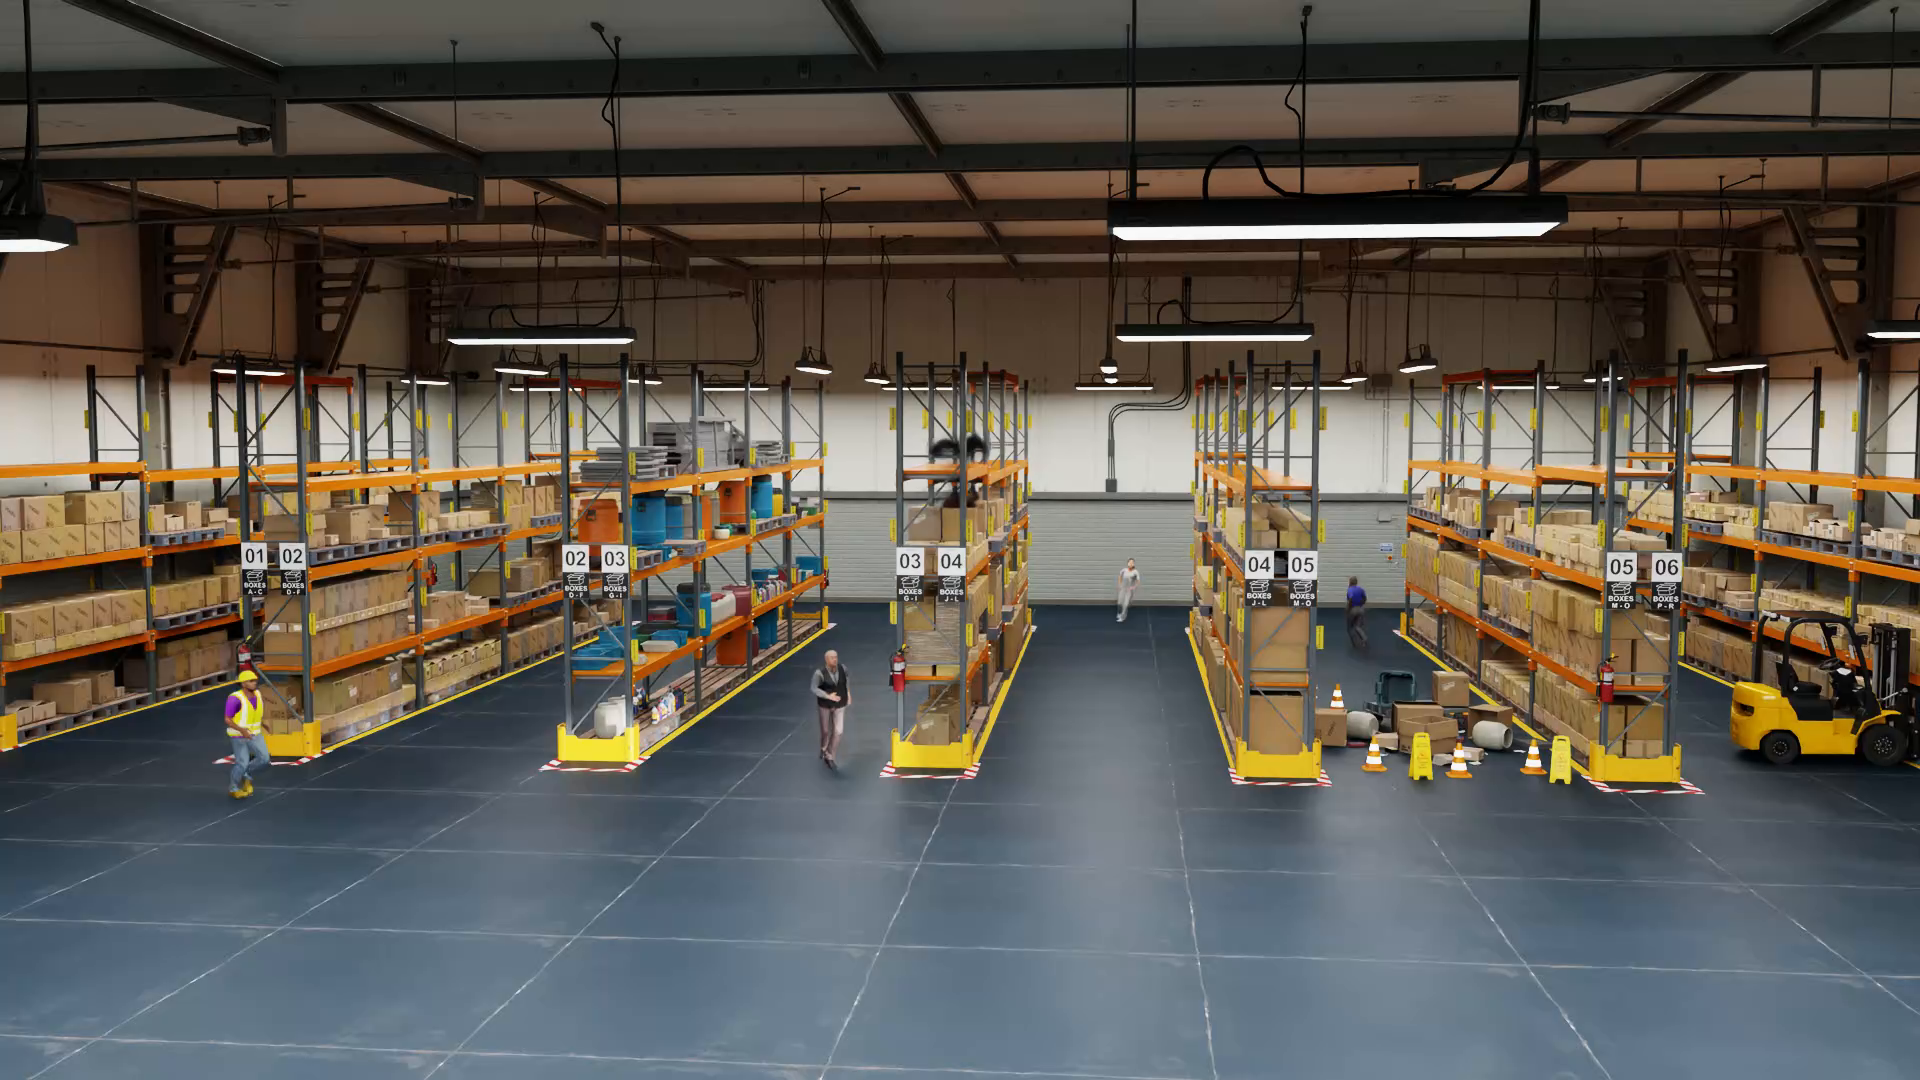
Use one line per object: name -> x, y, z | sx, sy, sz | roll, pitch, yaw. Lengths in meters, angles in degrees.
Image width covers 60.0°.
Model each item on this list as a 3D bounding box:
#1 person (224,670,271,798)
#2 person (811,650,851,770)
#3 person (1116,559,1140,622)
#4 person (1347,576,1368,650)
person -> -9.464, 2.573, 22.079 | 0.665, 1.707, 0.653 | 2, 5, 29
person -> -1.896, 2.441, 24.253 | 0.627, 1.728, 0.789 | -1, 4, -14
person -> 4.179, 1.255, 41.398 | 0.626, 1.604, 0.525 | 1, 4, 17
person -> 8.730, 1.621, 36.379 | 0.565, 1.635, 0.710 | -2, 4, -21
